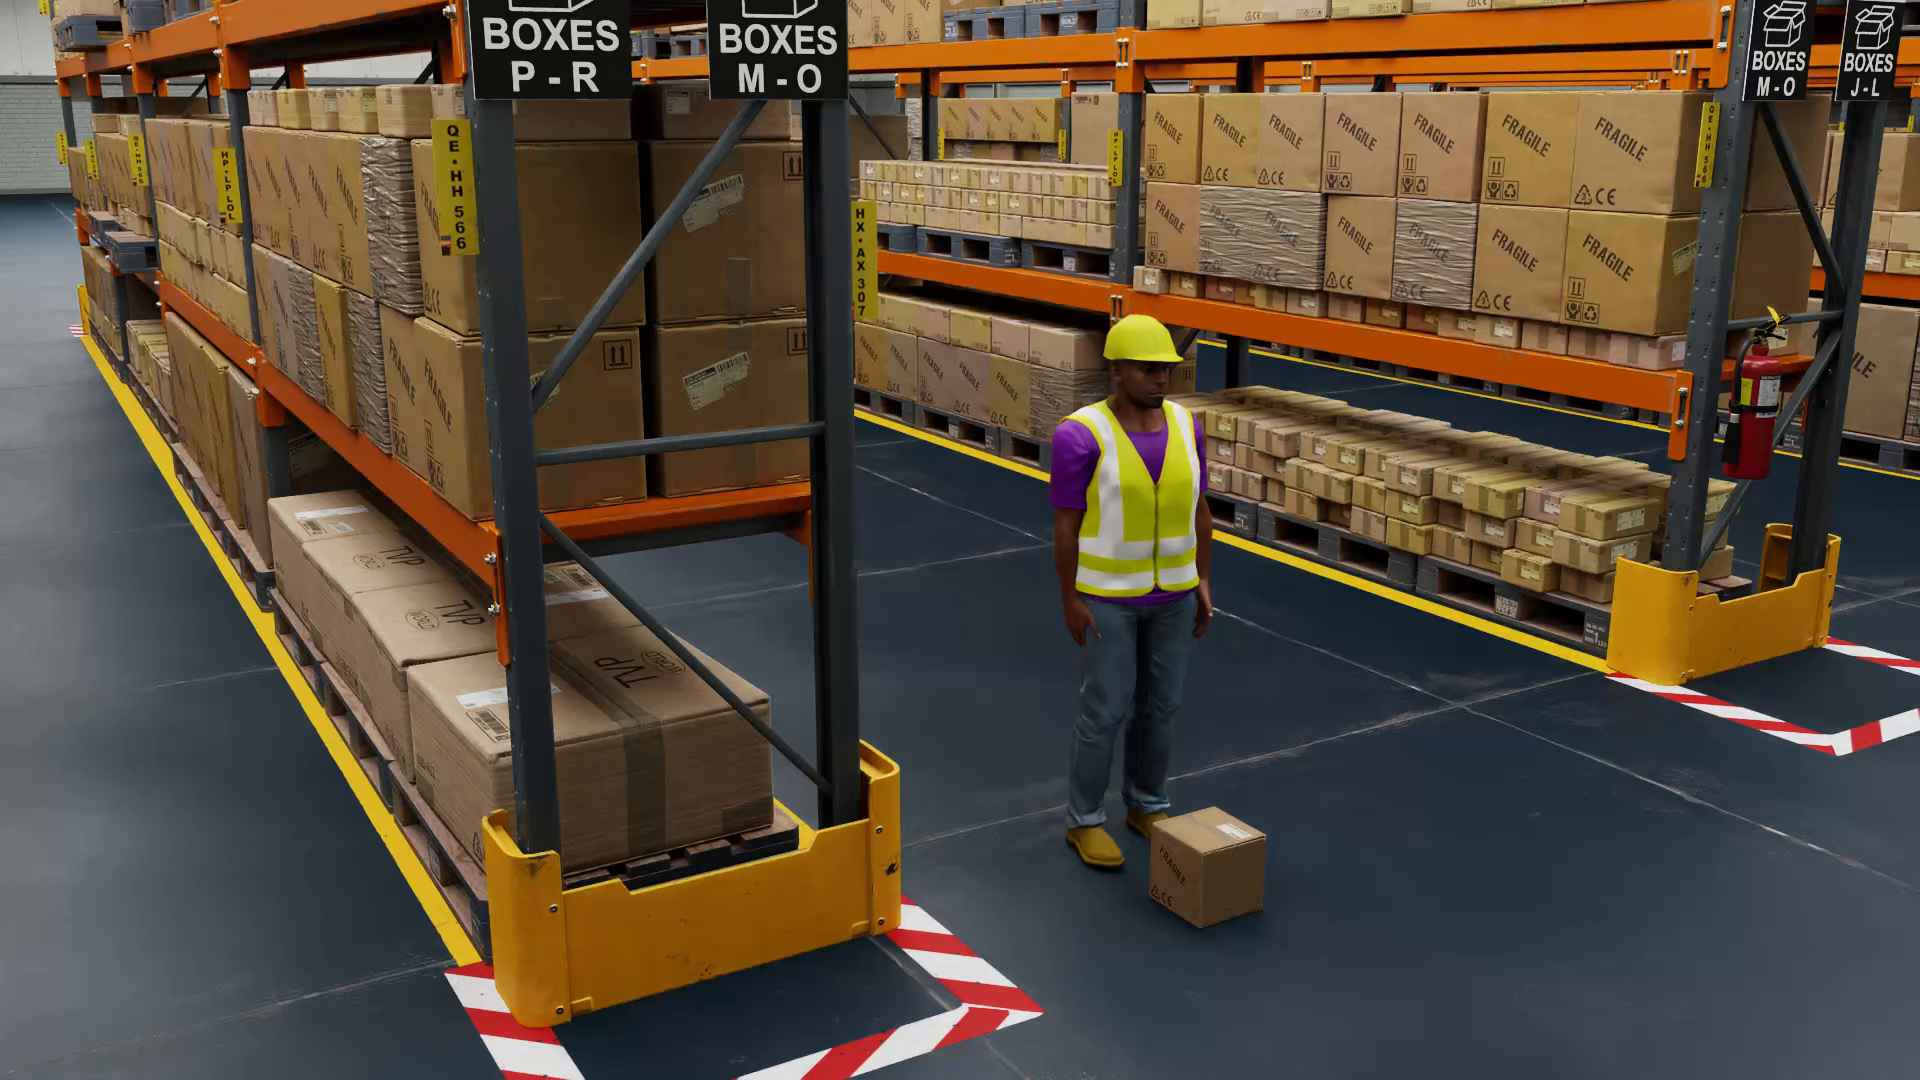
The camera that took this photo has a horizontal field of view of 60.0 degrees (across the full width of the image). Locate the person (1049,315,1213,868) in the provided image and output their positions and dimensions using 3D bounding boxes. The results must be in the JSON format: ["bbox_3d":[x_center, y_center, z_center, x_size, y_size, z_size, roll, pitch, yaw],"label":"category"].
[{"bbox_3d":[0.566,0.174,5.355,0.564,1.784,0.368,-6,16,-23],"label":"person"}]
